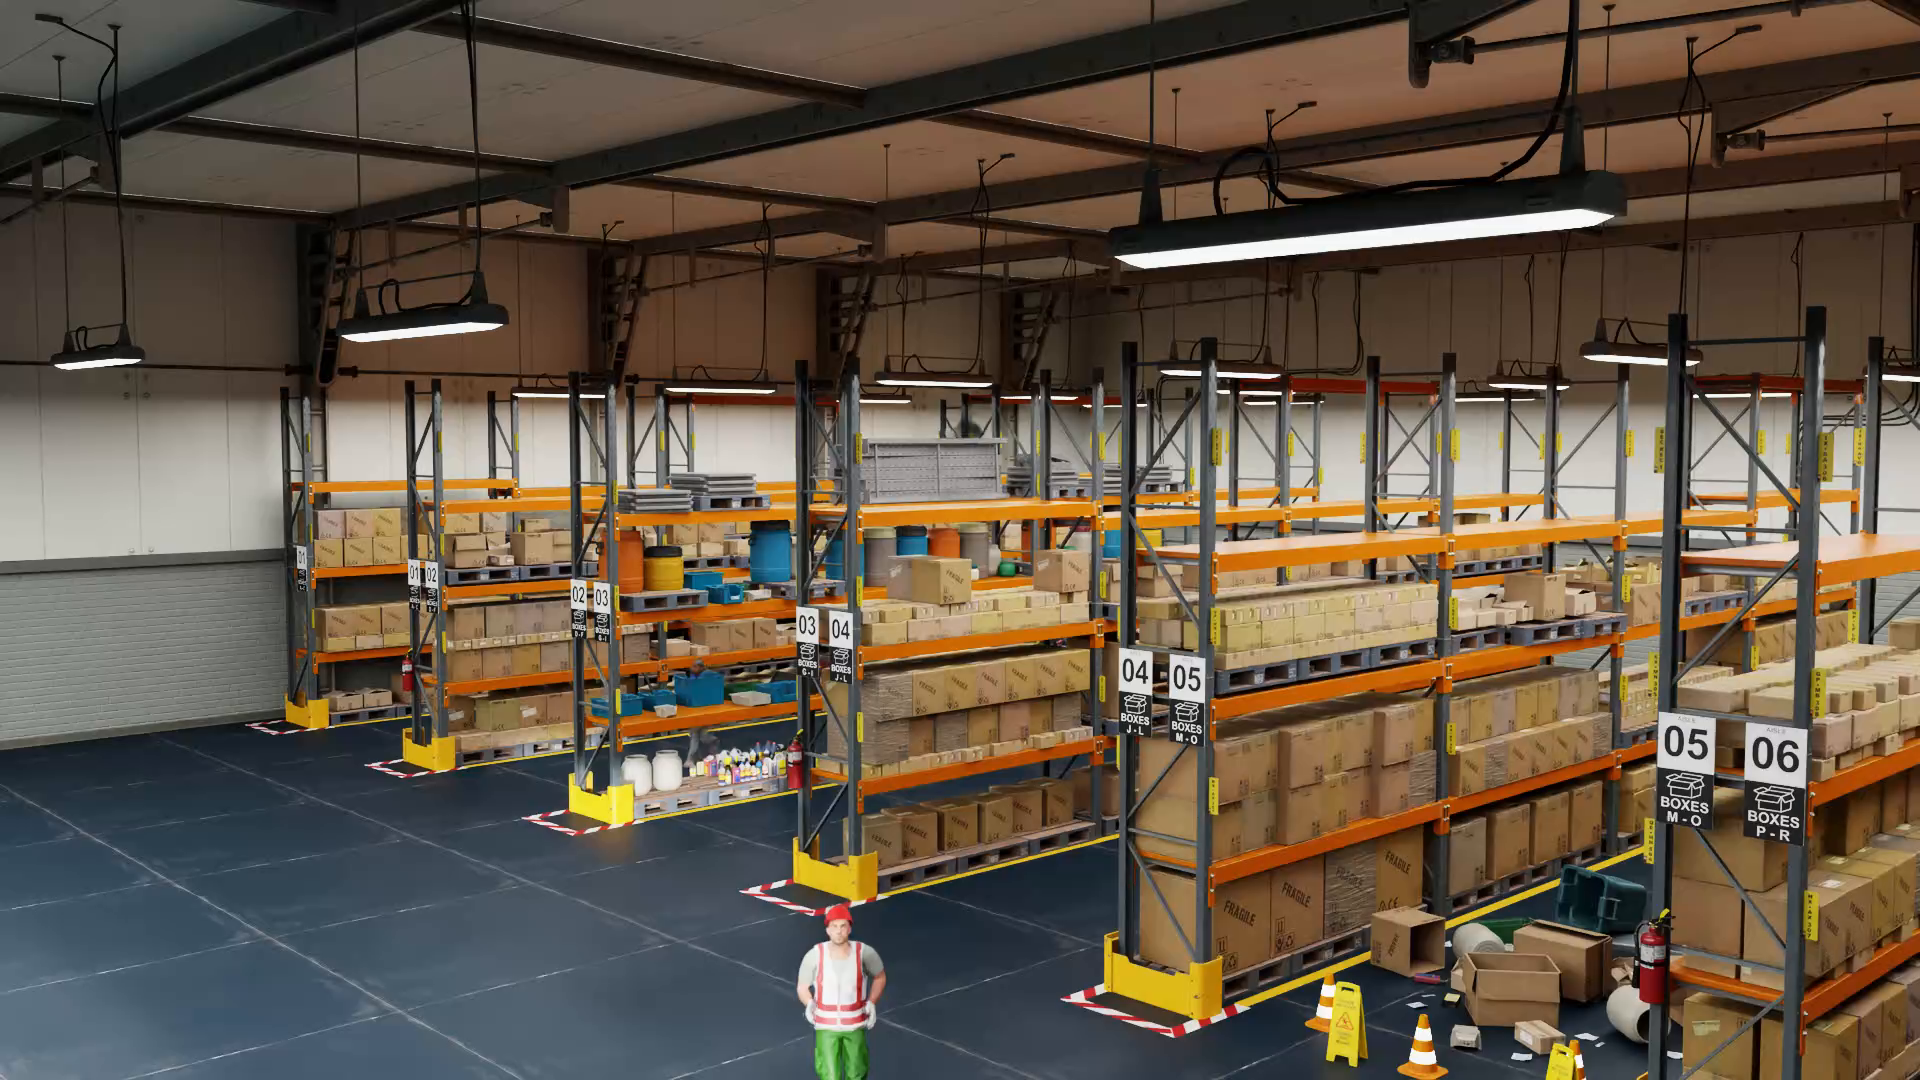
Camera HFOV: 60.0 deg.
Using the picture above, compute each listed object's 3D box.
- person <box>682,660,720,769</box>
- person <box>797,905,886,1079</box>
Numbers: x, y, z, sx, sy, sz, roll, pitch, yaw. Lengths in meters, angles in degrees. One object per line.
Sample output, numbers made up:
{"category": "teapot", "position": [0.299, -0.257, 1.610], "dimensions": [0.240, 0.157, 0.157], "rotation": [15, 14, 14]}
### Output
{"category": "person", "position": [-4.059, 2.692, 25.940], "dimensions": [0.587, 1.643, 0.902], "rotation": [3, 5, 37]}
{"category": "person", "position": [-0.860, 3.519, 12.007], "dimensions": [0.648, 1.740, 0.596], "rotation": [0, 4, -2]}
